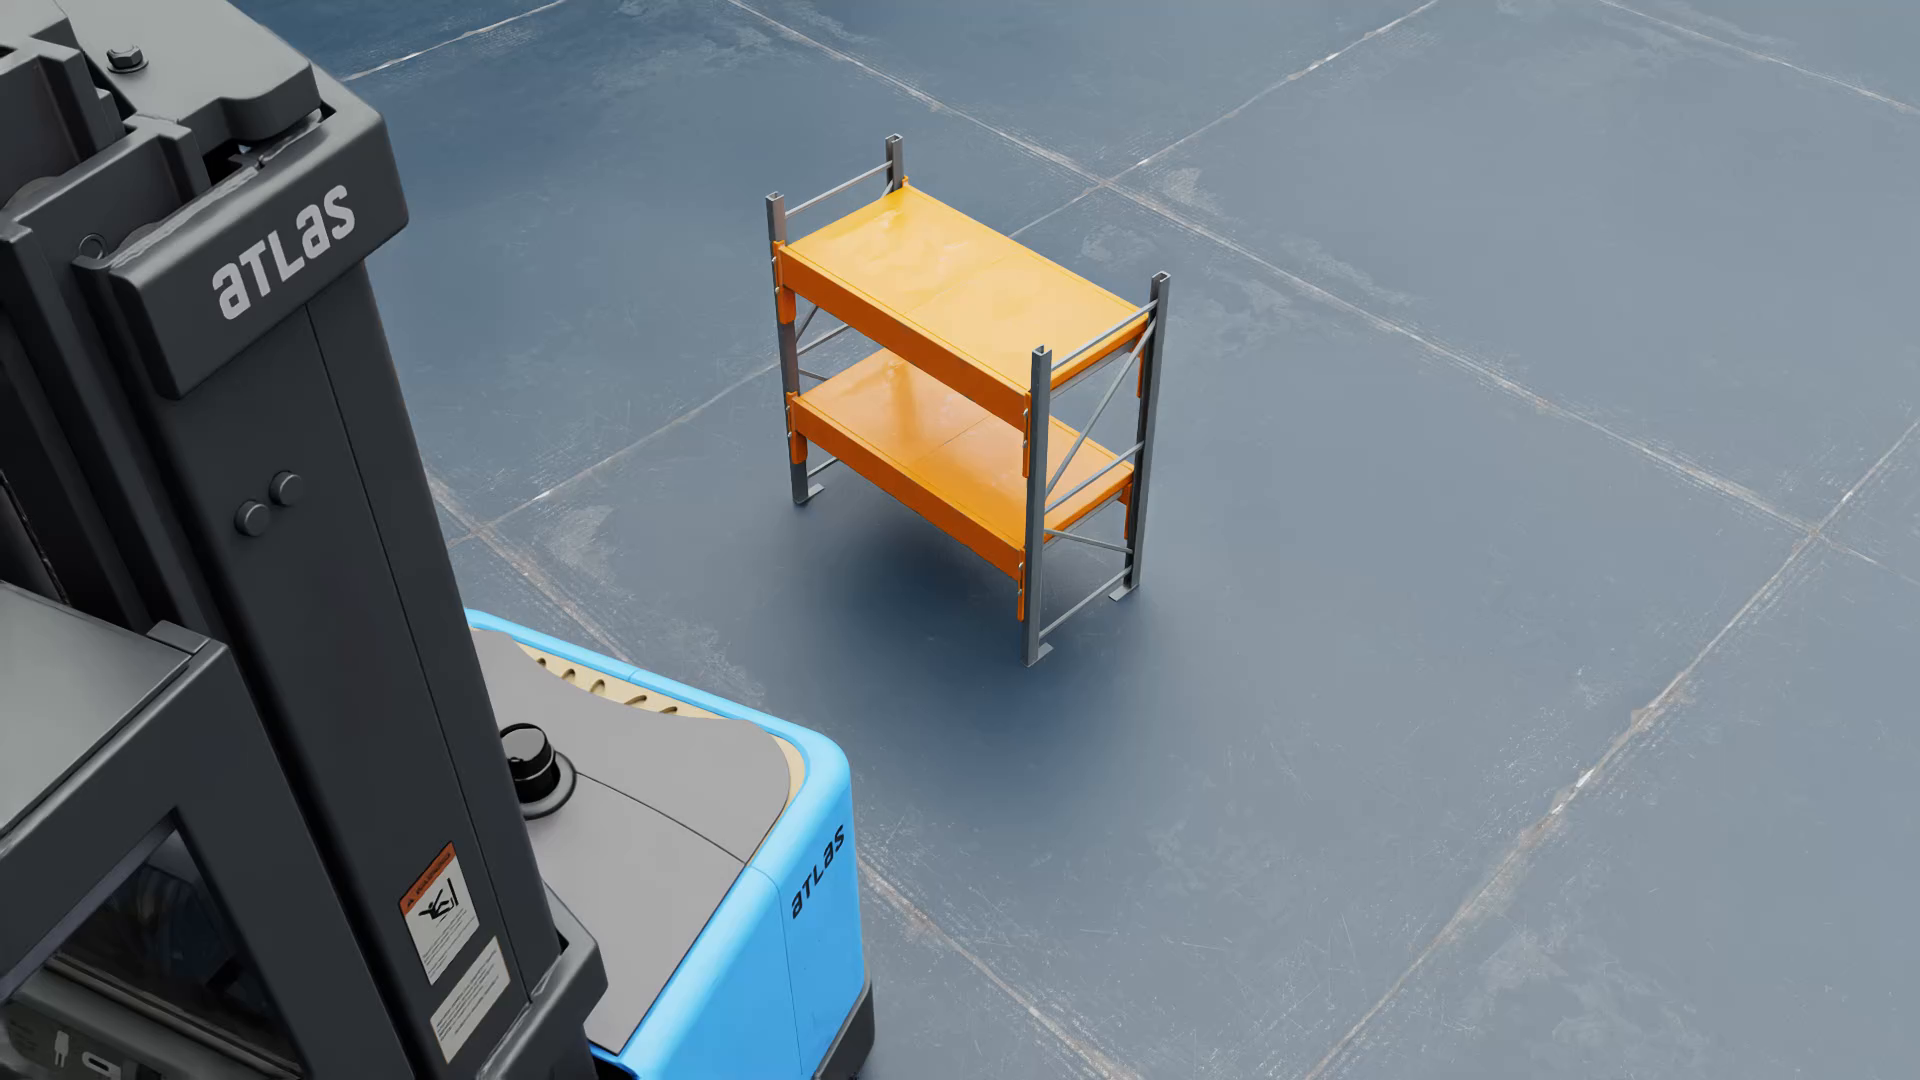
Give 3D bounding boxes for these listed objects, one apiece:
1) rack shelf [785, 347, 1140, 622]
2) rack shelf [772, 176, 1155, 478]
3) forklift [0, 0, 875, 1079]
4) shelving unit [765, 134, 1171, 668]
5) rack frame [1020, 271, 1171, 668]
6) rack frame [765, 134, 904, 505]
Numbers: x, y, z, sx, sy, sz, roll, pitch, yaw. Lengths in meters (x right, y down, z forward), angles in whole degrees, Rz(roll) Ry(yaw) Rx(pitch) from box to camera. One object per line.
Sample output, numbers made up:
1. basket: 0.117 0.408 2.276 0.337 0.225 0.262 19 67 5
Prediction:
1. rack shelf: 0.005 -0.230 5.031 0.538 0.278 1.000 -34 53 -31
2. rack shelf: 0.005 -0.625 4.666 0.538 0.278 1.000 -34 53 -31
3. forklift: -1.272 0.883 2.134 1.130 2.935 3.031 17 45 18
4. shelving unit: 0.005 -0.410 4.865 0.538 1.125 1.048 -34 53 -31
5. rack frame: 0.364 -0.166 4.600 0.500 1.125 0.032 -34 53 -31
6. rack frame: -0.354 -0.654 5.129 0.500 1.125 0.032 -34 53 -31
